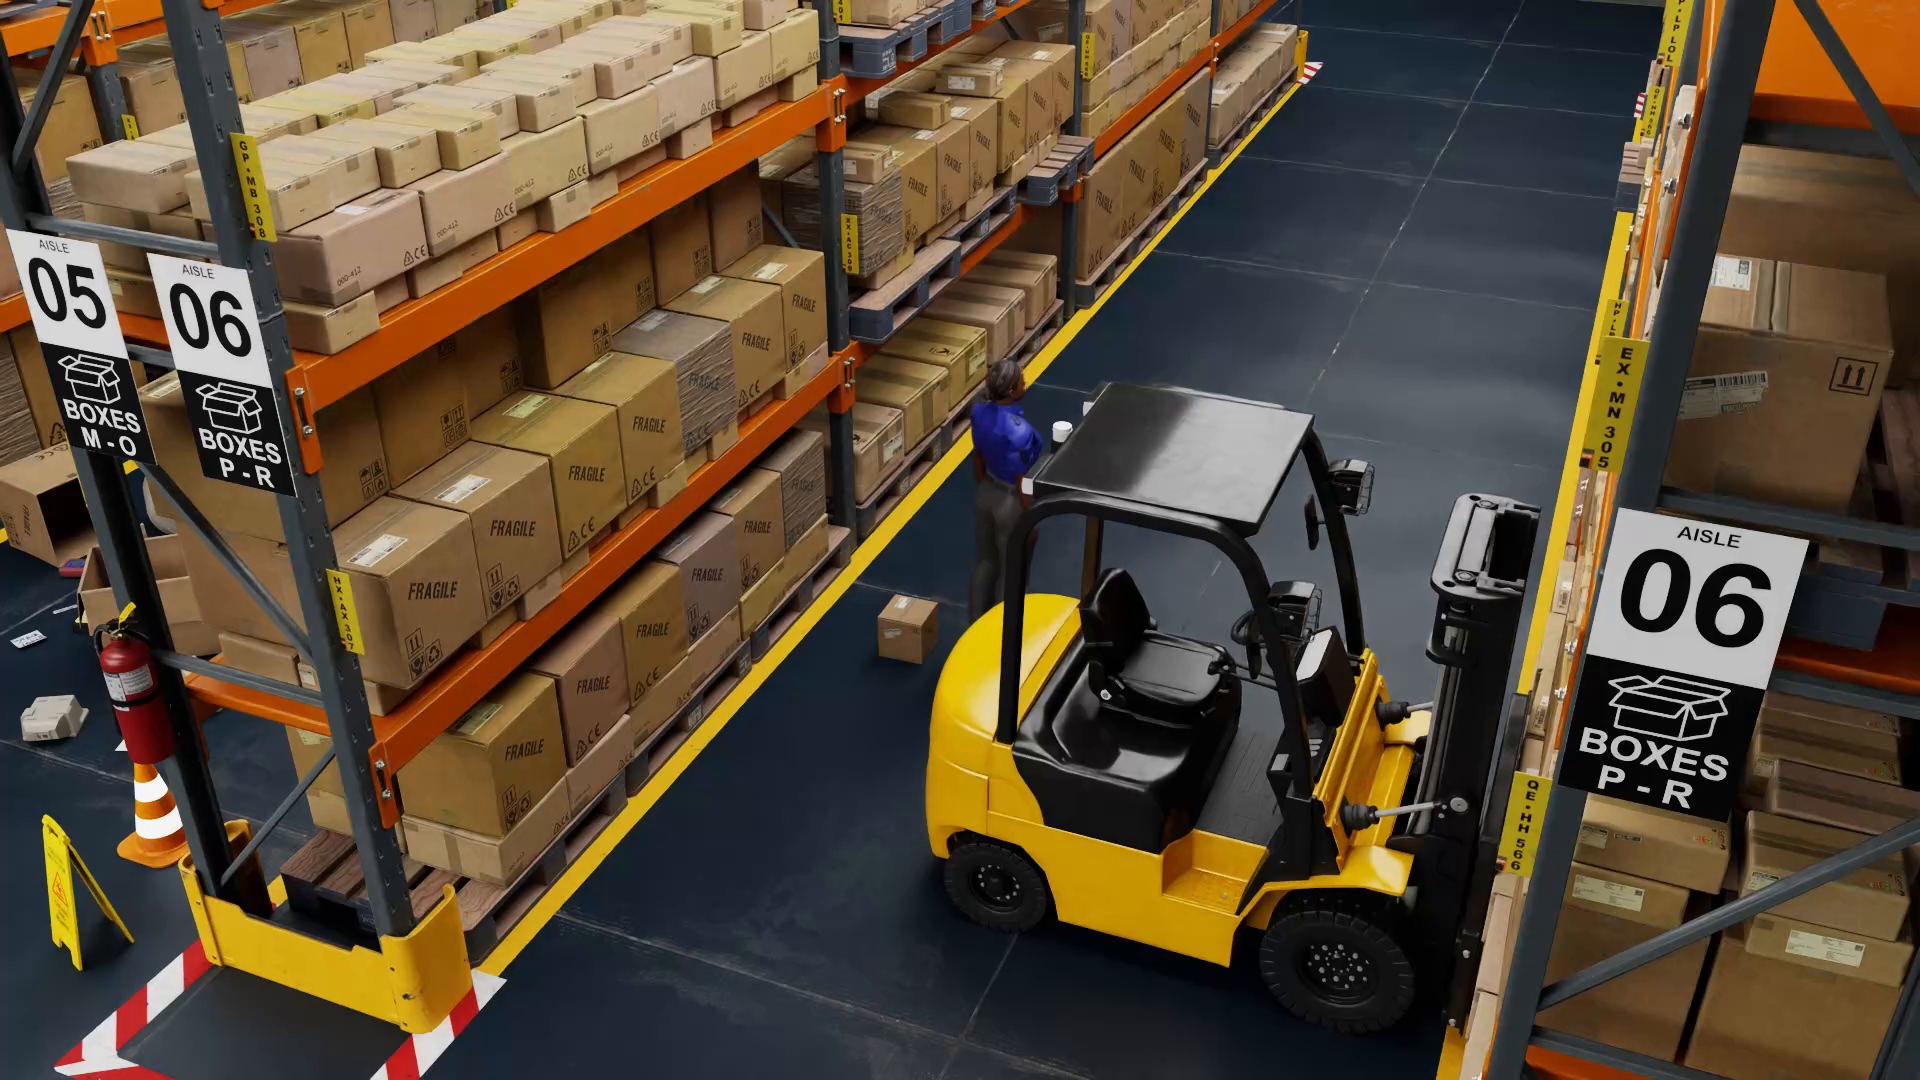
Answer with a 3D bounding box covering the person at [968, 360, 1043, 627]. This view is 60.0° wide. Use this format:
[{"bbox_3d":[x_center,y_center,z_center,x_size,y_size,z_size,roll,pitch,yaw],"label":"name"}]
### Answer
[{"bbox_3d":[0.254,-0.161,8.645,0.297,1.658,0.507,-20,35,-30],"label":"person"}]
